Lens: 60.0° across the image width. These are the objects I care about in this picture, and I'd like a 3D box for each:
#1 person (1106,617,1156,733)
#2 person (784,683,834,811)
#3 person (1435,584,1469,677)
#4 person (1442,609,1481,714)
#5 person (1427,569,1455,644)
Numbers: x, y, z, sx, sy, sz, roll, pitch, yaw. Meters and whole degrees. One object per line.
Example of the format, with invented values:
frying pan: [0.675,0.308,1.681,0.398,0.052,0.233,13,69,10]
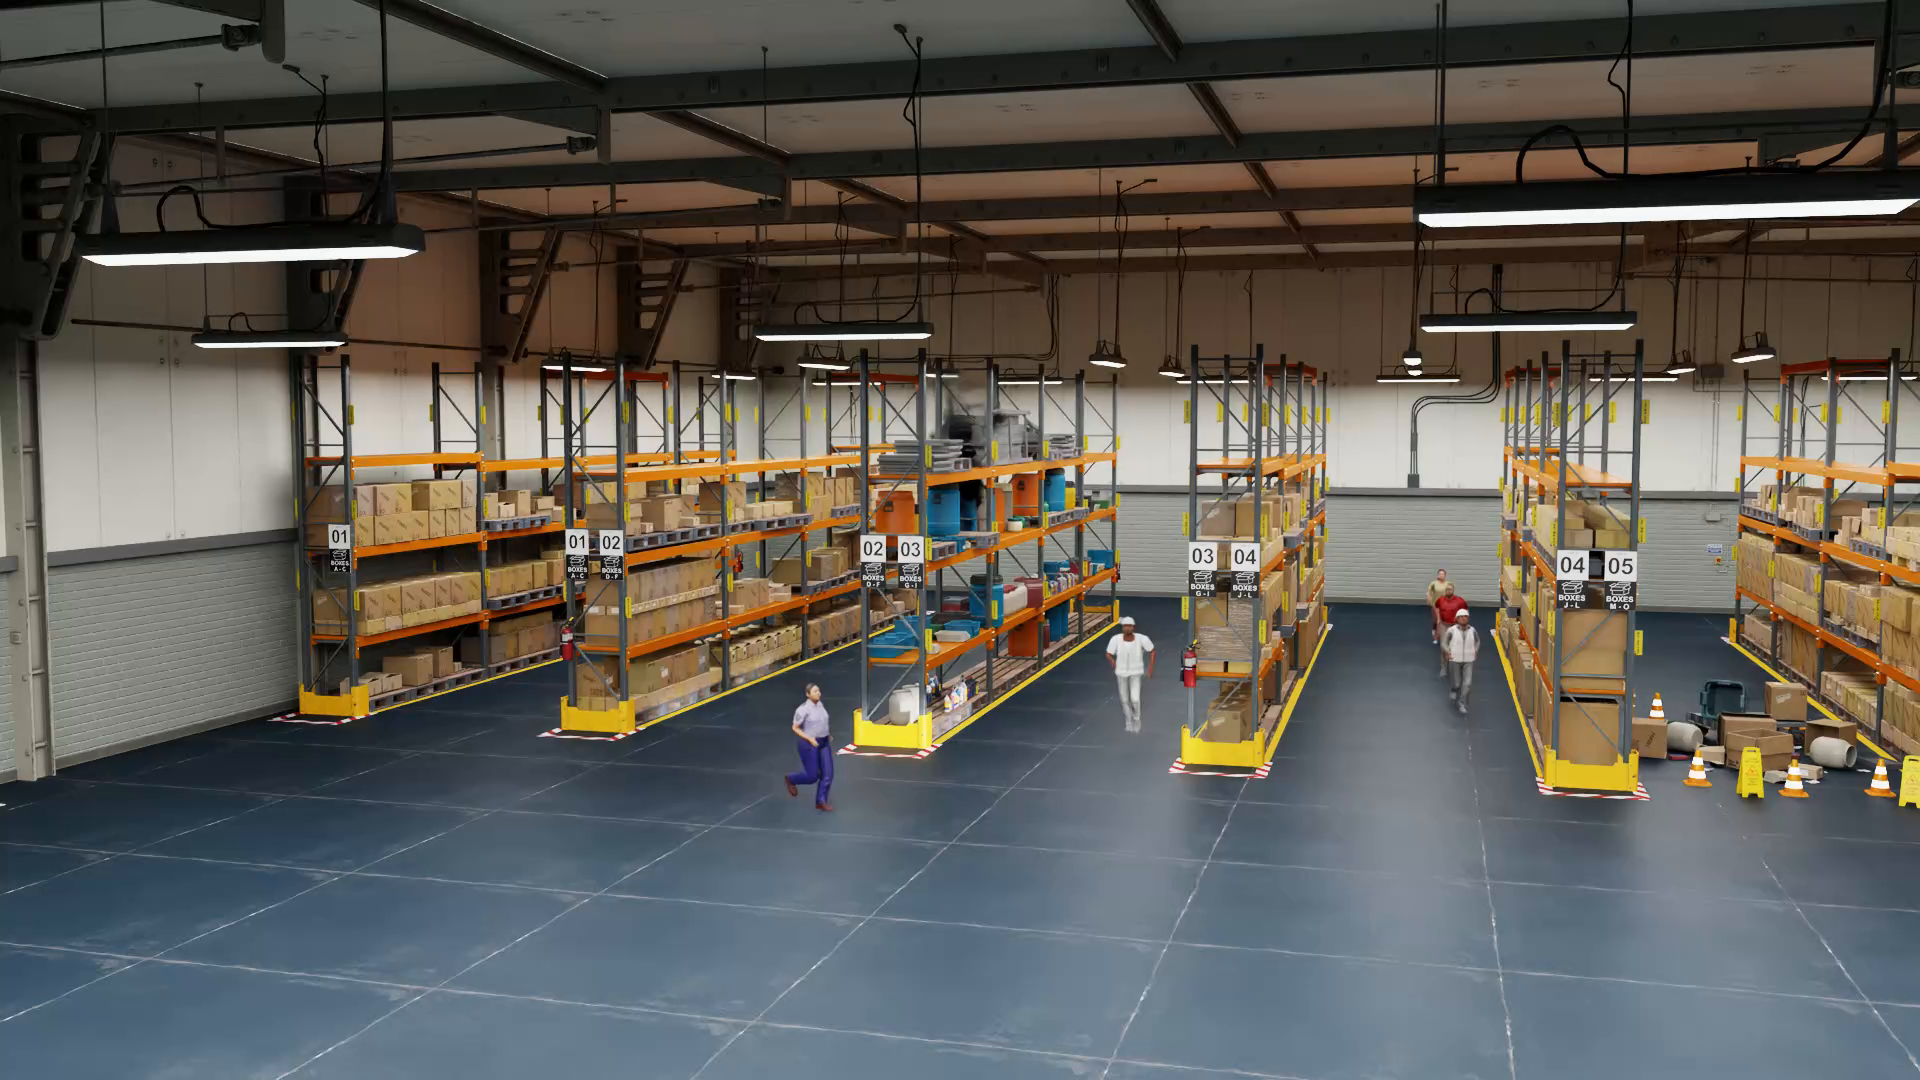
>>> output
person: [2.516,2.001,24.689,0.717,1.738,0.683,1,4,15]
person: [-1.872,2.627,21.135,0.734,1.591,0.607,3,5,38]
person: [9.508,1.729,32.177,0.655,1.772,0.834,1,5,18]
person: [8.496,2.036,28.173,0.663,1.750,0.756,1,4,7]
person: [10.558,1.452,36.545,0.596,1.633,0.797,1,4,15]
